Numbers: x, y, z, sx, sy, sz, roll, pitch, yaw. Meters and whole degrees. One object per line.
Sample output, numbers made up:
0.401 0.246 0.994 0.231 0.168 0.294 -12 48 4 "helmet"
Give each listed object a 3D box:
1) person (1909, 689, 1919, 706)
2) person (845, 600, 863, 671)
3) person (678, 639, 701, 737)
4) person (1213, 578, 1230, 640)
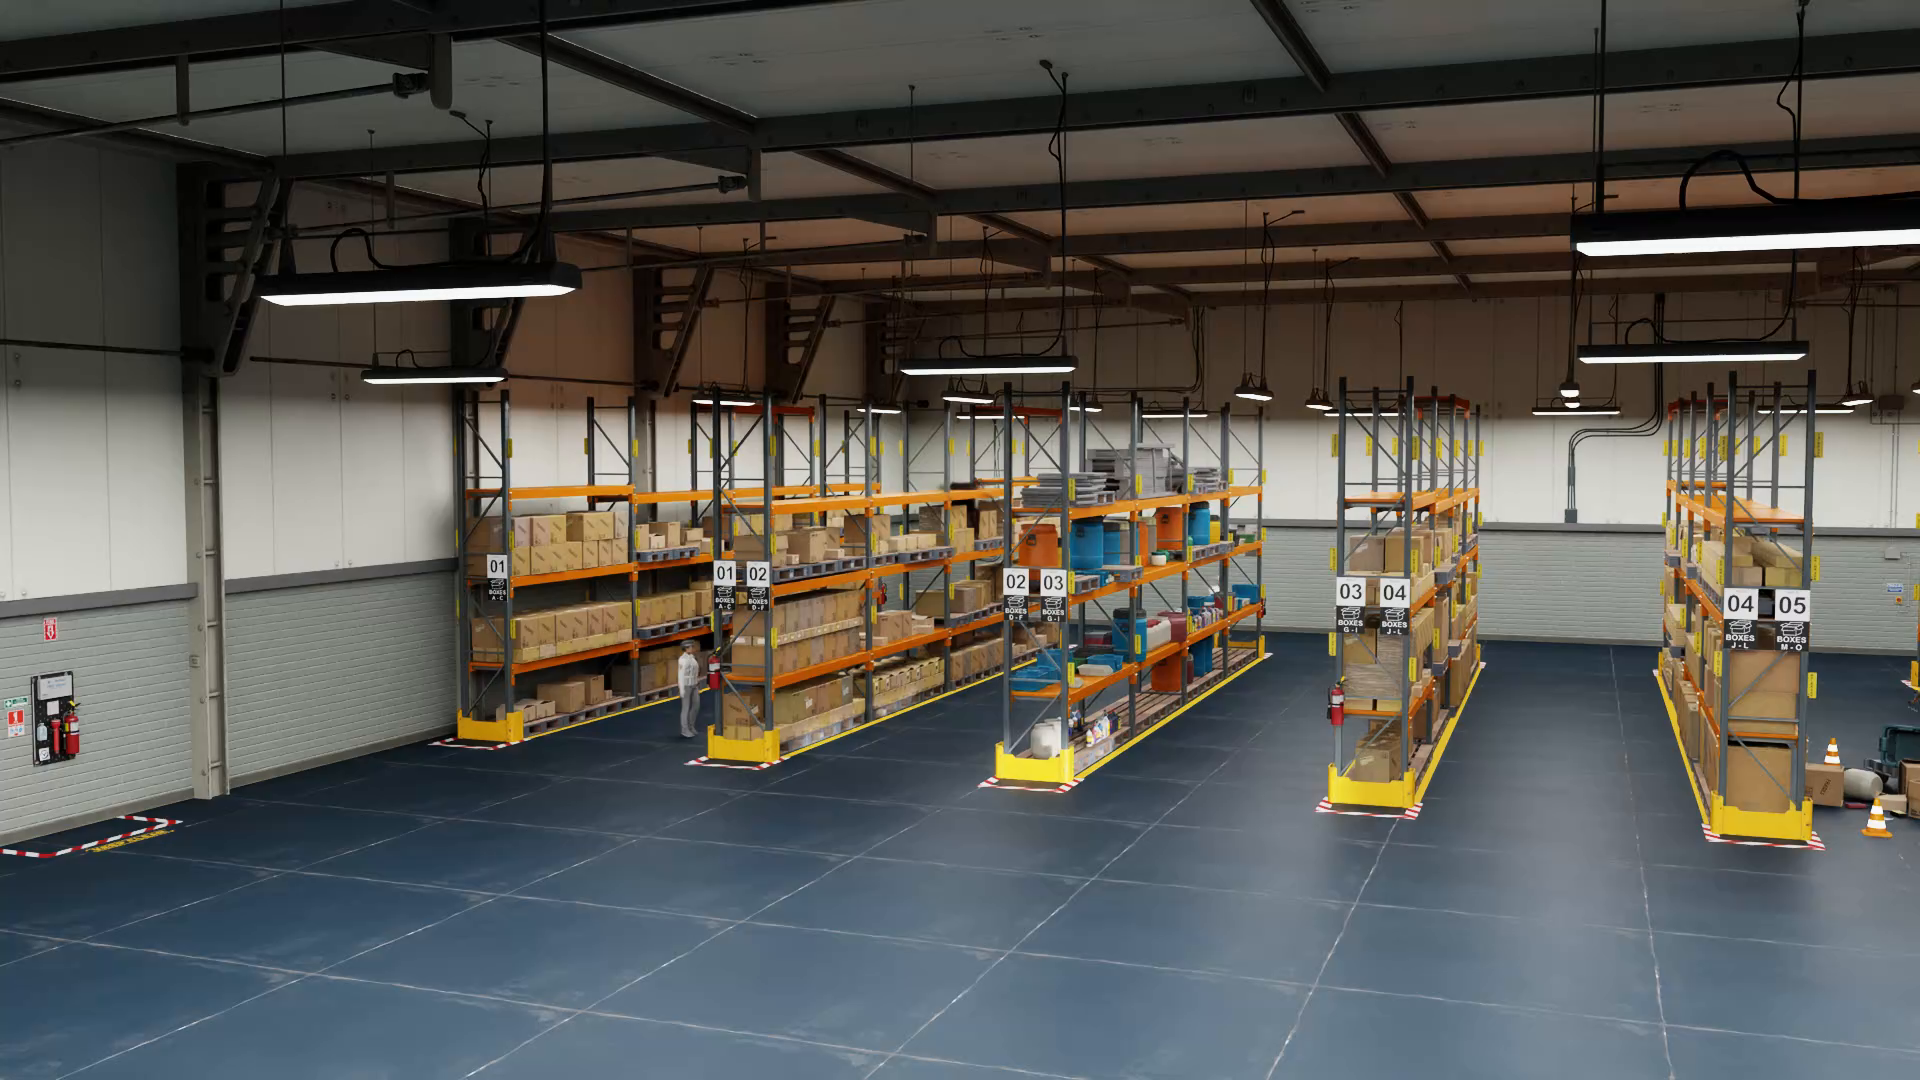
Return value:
15.915 2.696 27.293 0.540 1.562 0.876 1 3 12 "person"
-2.189 2.139 34.954 0.472 1.800 0.614 2 4 27 "person"
-4.730 2.603 29.025 0.352 1.755 0.560 1 3 21 "person"
6.866 1.783 43.641 0.491 1.682 0.500 0 3 3 "person"
